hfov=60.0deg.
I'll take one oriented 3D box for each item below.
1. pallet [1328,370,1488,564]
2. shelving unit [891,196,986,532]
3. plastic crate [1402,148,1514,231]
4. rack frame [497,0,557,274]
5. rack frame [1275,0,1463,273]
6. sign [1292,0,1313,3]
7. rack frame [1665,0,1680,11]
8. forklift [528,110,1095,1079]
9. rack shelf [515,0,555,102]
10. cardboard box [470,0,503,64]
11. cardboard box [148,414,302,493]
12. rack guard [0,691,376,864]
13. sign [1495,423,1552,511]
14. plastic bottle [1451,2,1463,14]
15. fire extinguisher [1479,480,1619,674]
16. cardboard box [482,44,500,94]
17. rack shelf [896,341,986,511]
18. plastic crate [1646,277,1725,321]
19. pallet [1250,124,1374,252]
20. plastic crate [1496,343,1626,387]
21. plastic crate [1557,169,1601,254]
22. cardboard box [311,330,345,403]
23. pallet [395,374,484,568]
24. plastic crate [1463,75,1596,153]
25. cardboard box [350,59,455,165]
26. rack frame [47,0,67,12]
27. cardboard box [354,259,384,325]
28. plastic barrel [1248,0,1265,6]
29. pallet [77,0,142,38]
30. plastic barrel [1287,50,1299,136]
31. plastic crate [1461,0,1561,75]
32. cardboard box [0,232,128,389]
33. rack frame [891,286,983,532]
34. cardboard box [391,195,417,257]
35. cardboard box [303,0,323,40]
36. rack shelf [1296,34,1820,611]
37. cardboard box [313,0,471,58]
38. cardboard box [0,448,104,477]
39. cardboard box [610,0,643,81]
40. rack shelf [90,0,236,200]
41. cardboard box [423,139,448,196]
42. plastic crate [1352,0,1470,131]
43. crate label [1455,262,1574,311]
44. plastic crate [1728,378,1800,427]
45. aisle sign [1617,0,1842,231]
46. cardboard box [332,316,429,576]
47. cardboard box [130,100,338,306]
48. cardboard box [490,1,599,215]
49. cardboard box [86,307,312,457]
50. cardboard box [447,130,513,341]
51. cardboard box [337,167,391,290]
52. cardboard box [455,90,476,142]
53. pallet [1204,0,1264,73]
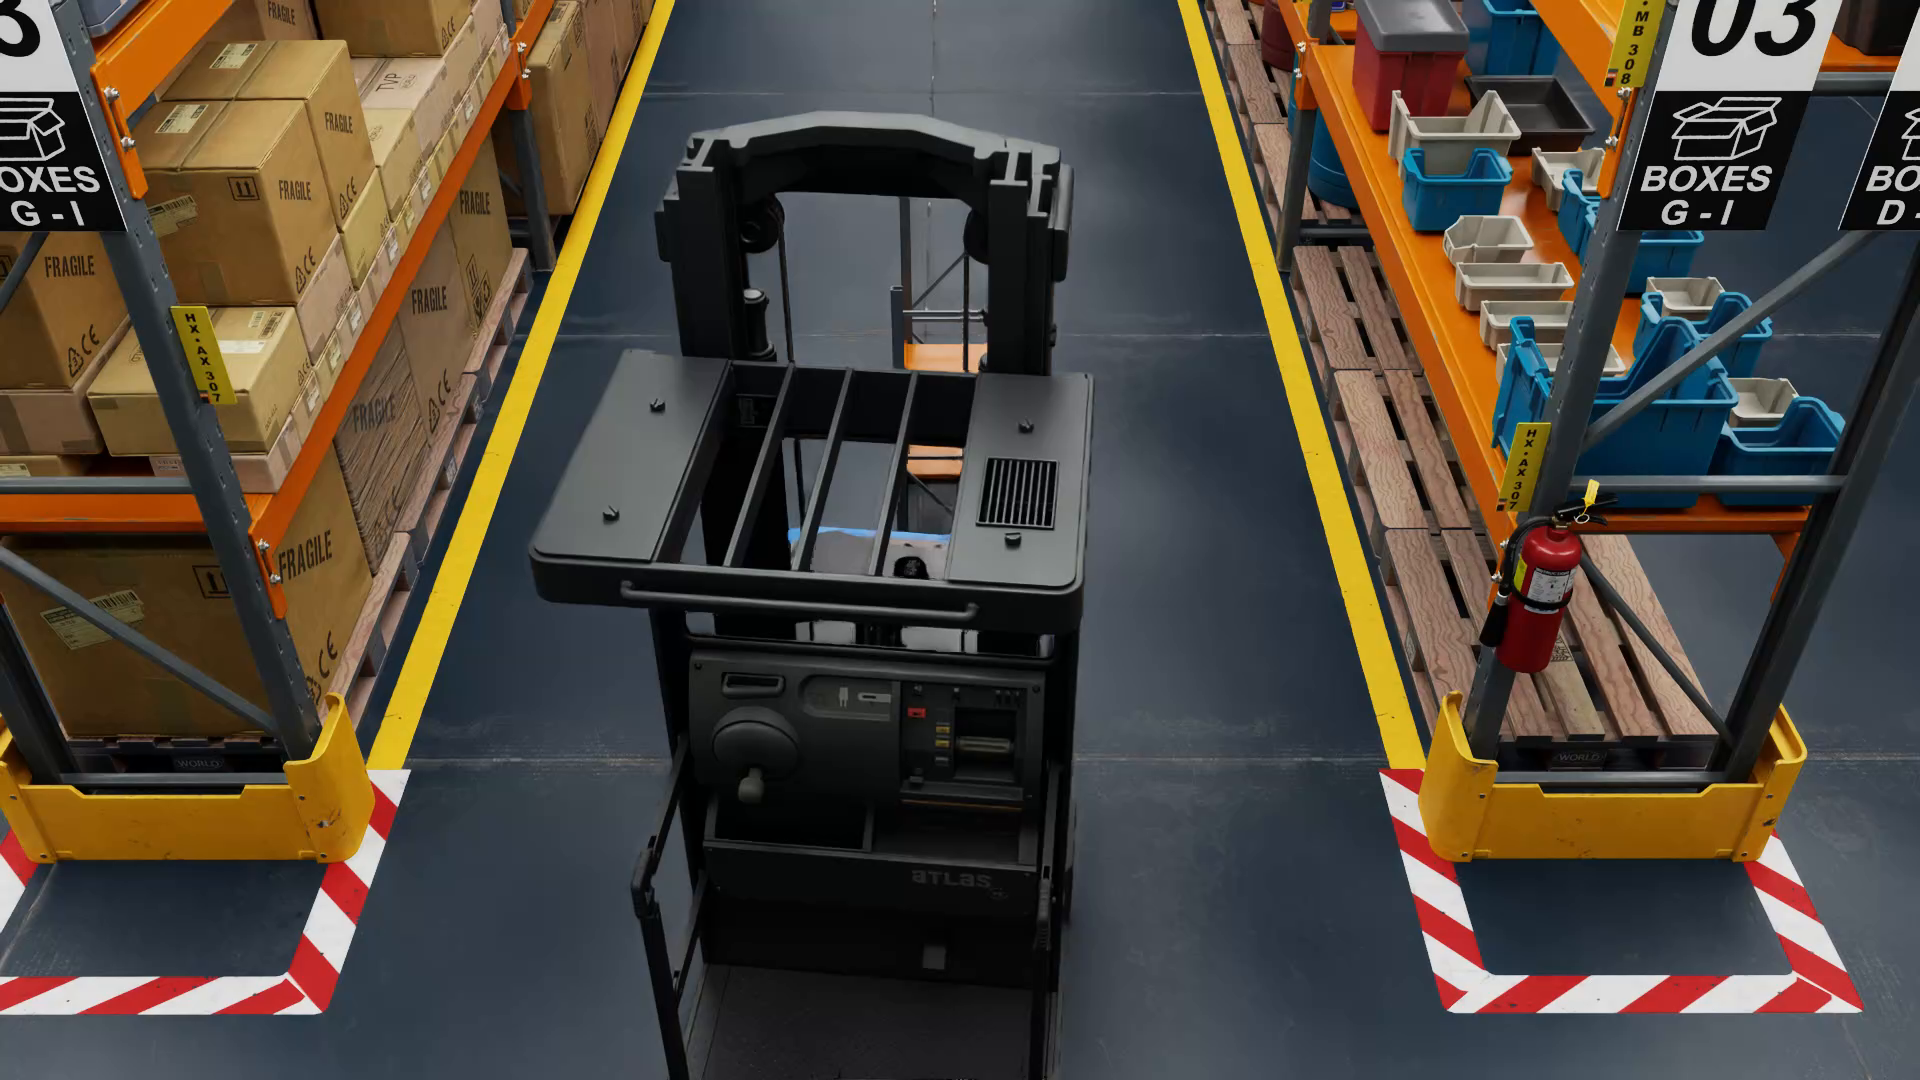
[{"bbox_3d":[2.279,-0.351,7.520,1.003,0.211,1.213,0,39,0],"label":"pallet"},{"bbox_3d":[0.000,-0.633,6.840,0.587,1.500,1.083,0,39,0],"label":"shelving unit"},{"bbox_3d":[1.981,-1.405,6.690,0.416,0.233,0.300,0,39,0],"label":"plastic crate"},{"bbox_3d":[-2.718,-2.661,8.171,1.000,3.000,0.127,0,39,0],"label":"rack frame"},{"bbox_3d":[2.235,-2.664,8.176,1.000,3.000,0.127,0,39,0],"label":"rack frame"},{"bbox_3d":[1.685,-2.773,8.090,0.100,0.325,0.005,0,39,0],"label":"sign"},{"bbox_3d":[2.240,-2.504,3.178,1.000,3.000,0.127,0,39,0],"label":"rack frame"},{"bbox_3d":[-0.265,0.584,4.177,1.130,2.935,3.031,4,39,4],"label":"forklift"},{"bbox_3d":[-2.720,-3.631,9.957,1.077,0.370,4.000,0,39,0],"label":"rack shelf"},{"bbox_3d":[-2.455,-2.442,7.781,0.500,0.250,0.500,-1,39,-1],"label":"cardboard box"},{"bbox_3d":[-2.384,-0.283,5.406,0.380,0.149,0.250,0,39,0],"label":"cardboard box"},{"bbox_3d":[-2.713,0.831,5.813,1.175,0.500,0.348,0,39,0],"label":"rack guard"},{"bbox_3d":[1.690,-0.216,4.990,0.100,0.325,0.005,0,39,0],"label":"sign"},{"bbox_3d":[2.559,-2.891,8.498,0.144,0.351,0.185,0,39,0],"label":"plastic bottle"},{"bbox_3d":[1.785,0.108,5.077,0.296,0.674,0.183,0,39,0],"label":"fire extinguisher"},{"bbox_3d":[-2.389,-2.211,7.811,0.380,0.149,0.250,1,39,1],"label":"cardboard box"},{"bbox_3d":[0.000,-0.498,6.960,0.538,0.185,1.000,0,39,0],"label":"rack shelf"},{"bbox_3d":[2.650,-0.863,6.091,0.250,0.136,0.298,0,39,0],"label":"plastic crate"},{"bbox_3d":[2.276,-2.059,9.650,1.003,0.211,1.213,0,39,0],"label":"pallet"},{"bbox_3d":[2.058,-0.593,5.754,0.396,0.136,0.243,0,39,0],"label":"plastic crate"},{"bbox_3d":[2.567,-1.287,6.543,0.416,0.233,0.300,0,39,0],"label":"plastic crate"},{"bbox_3d":[-2.386,-0.604,5.806,0.380,0.149,0.250,-1,39,-1],"label":"cardboard box"},{"bbox_3d":[-2.791,-0.332,7.495,1.003,0.211,1.213,0,39,0],"label":"pallet"},{"bbox_3d":[2.505,-1.880,7.370,0.437,0.125,0.590,0,39,0],"label":"plastic crate"},{"bbox_3d":[-2.451,-1.799,6.979,0.500,0.250,0.500,1,39,1],"label":"cardboard box"},{"bbox_3d":[-2.713,-2.500,3.174,1.000,3.000,0.127,0,39,0],"label":"rack frame"},{"bbox_3d":[-2.387,-0.926,6.208,0.380,0.149,0.250,-1,39,-1],"label":"cardboard box"},{"bbox_3d":[2.248,-4.177,11.463,0.600,0.830,0.708,0,39,0],"label":"plastic barrel"},{"bbox_3d":[-2.725,-1.759,4.719,1.003,0.211,1.213,0,39,0],"label":"pallet"},{"bbox_3d":[2.251,-2.792,9.678,0.600,0.901,0.708,0,39,0],"label":"plastic barrel"},{"bbox_3d":[2.577,-2.390,7.798,0.392,0.384,0.575,0,39,0],"label":"plastic crate"},{"bbox_3d":[-2.977,-0.814,5.149,0.500,0.500,0.500,0,39,1],"label":"cardboard box"},{"bbox_3d":[0.000,-0.321,6.451,0.500,1.500,0.032,0,39,0],"label":"rack frame"},{"bbox_3d":[-2.387,-1.245,6.606,0.380,0.149,0.250,-1,39,-1],"label":"cardboard box"},{"bbox_3d":[-2.980,-2.403,7.132,0.500,0.500,0.500,0,39,0],"label":"cardboard box"},{"bbox_3d":[2.237,-1.133,6.840,1.077,0.370,4.000,0,39,0],"label":"rack shelf"},{"bbox_3d":[-2.454,-2.410,7.141,0.500,0.500,0.500,0,39,0],"label":"cardboard box"},{"bbox_3d":[-3.043,-0.284,5.406,0.380,0.149,0.250,1,39,1],"label":"cardboard box"},{"bbox_3d":[-2.749,-3.508,10.592,1.225,0.875,0.875,0,39,0],"label":"cardboard box"},{"bbox_3d":[-2.716,-2.300,5.898,1.077,0.370,4.000,0,39,0],"label":"rack shelf"},{"bbox_3d":[-2.388,-1.568,7.009,0.380,0.149,0.250,-1,39,-1],"label":"cardboard box"},{"bbox_3d":[1.985,-2.154,7.440,0.402,0.464,0.583,0,39,0],"label":"plastic crate"},{"bbox_3d":[2.047,-0.948,6.198,0.396,0.136,0.243,0,39,0],"label":"crate label"},{"bbox_3d":[2.651,-0.439,5.561,0.250,0.136,0.298,0,39,0],"label":"plastic crate"},{"bbox_3d":[1.947,-1.132,4.185,0.394,0.787,0.004,0,39,0],"label":"aisle sign"},{"bbox_3d":[-2.795,-0.463,6.793,0.875,0.875,0.875,0,39,0],"label":"cardboard box"},{"bbox_3d":[-2.444,-1.122,5.534,0.500,0.500,0.500,-1,39,-1],"label":"cardboard box"},{"bbox_3d":[-2.739,-2.396,9.204,1.225,0.875,0.875,0,39,0],"label":"cardboard box"},{"bbox_3d":[-2.444,-0.517,5.379,0.500,0.250,0.500,-1,39,-1],"label":"cardboard box"},{"bbox_3d":[-2.797,-1.583,8.189,0.875,0.875,0.875,0,39,0],"label":"cardboard box"},{"bbox_3d":[-2.448,-1.156,6.176,0.500,0.250,0.500,-1,39,-2],"label":"cardboard box"},{"bbox_3d":[-2.389,-1.890,7.410,0.380,0.149,0.250,1,39,1],"label":"cardboard box"},{"bbox_3d":[2.273,-3.584,11.554,1.003,0.211,1.213,0,39,0],"label":"pallet"}]
